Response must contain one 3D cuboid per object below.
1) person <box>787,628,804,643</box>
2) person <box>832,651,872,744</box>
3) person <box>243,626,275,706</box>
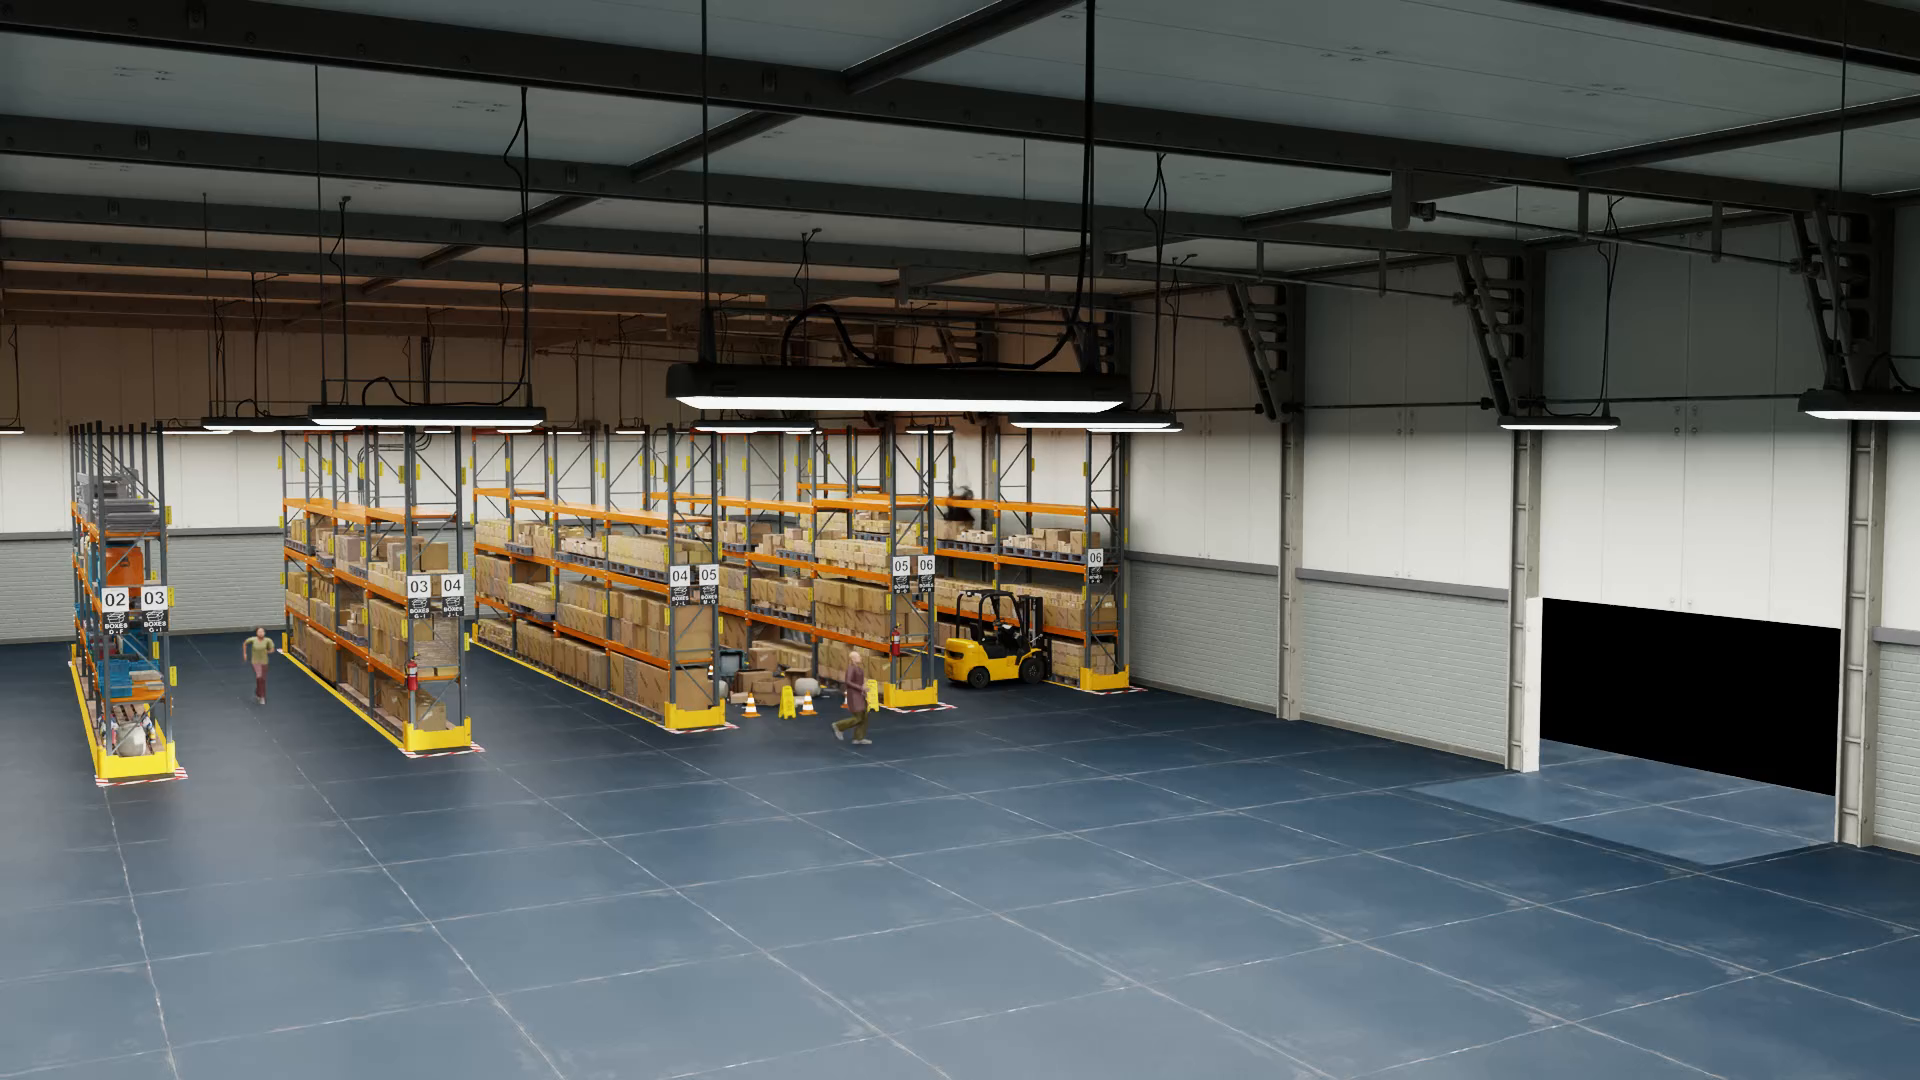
[{"bbox_3d":[-4.432,2.068,44.884,0.662,1.782,0.644,-2,4,-33],"label":"person"},{"bbox_3d":[-1.994,2.937,30.957,0.750,1.736,0.709,0,4,7],"label":"person"},{"bbox_3d":[-15.057,2.687,35.758,0.599,1.695,0.819,-2,4,-32],"label":"person"}]
